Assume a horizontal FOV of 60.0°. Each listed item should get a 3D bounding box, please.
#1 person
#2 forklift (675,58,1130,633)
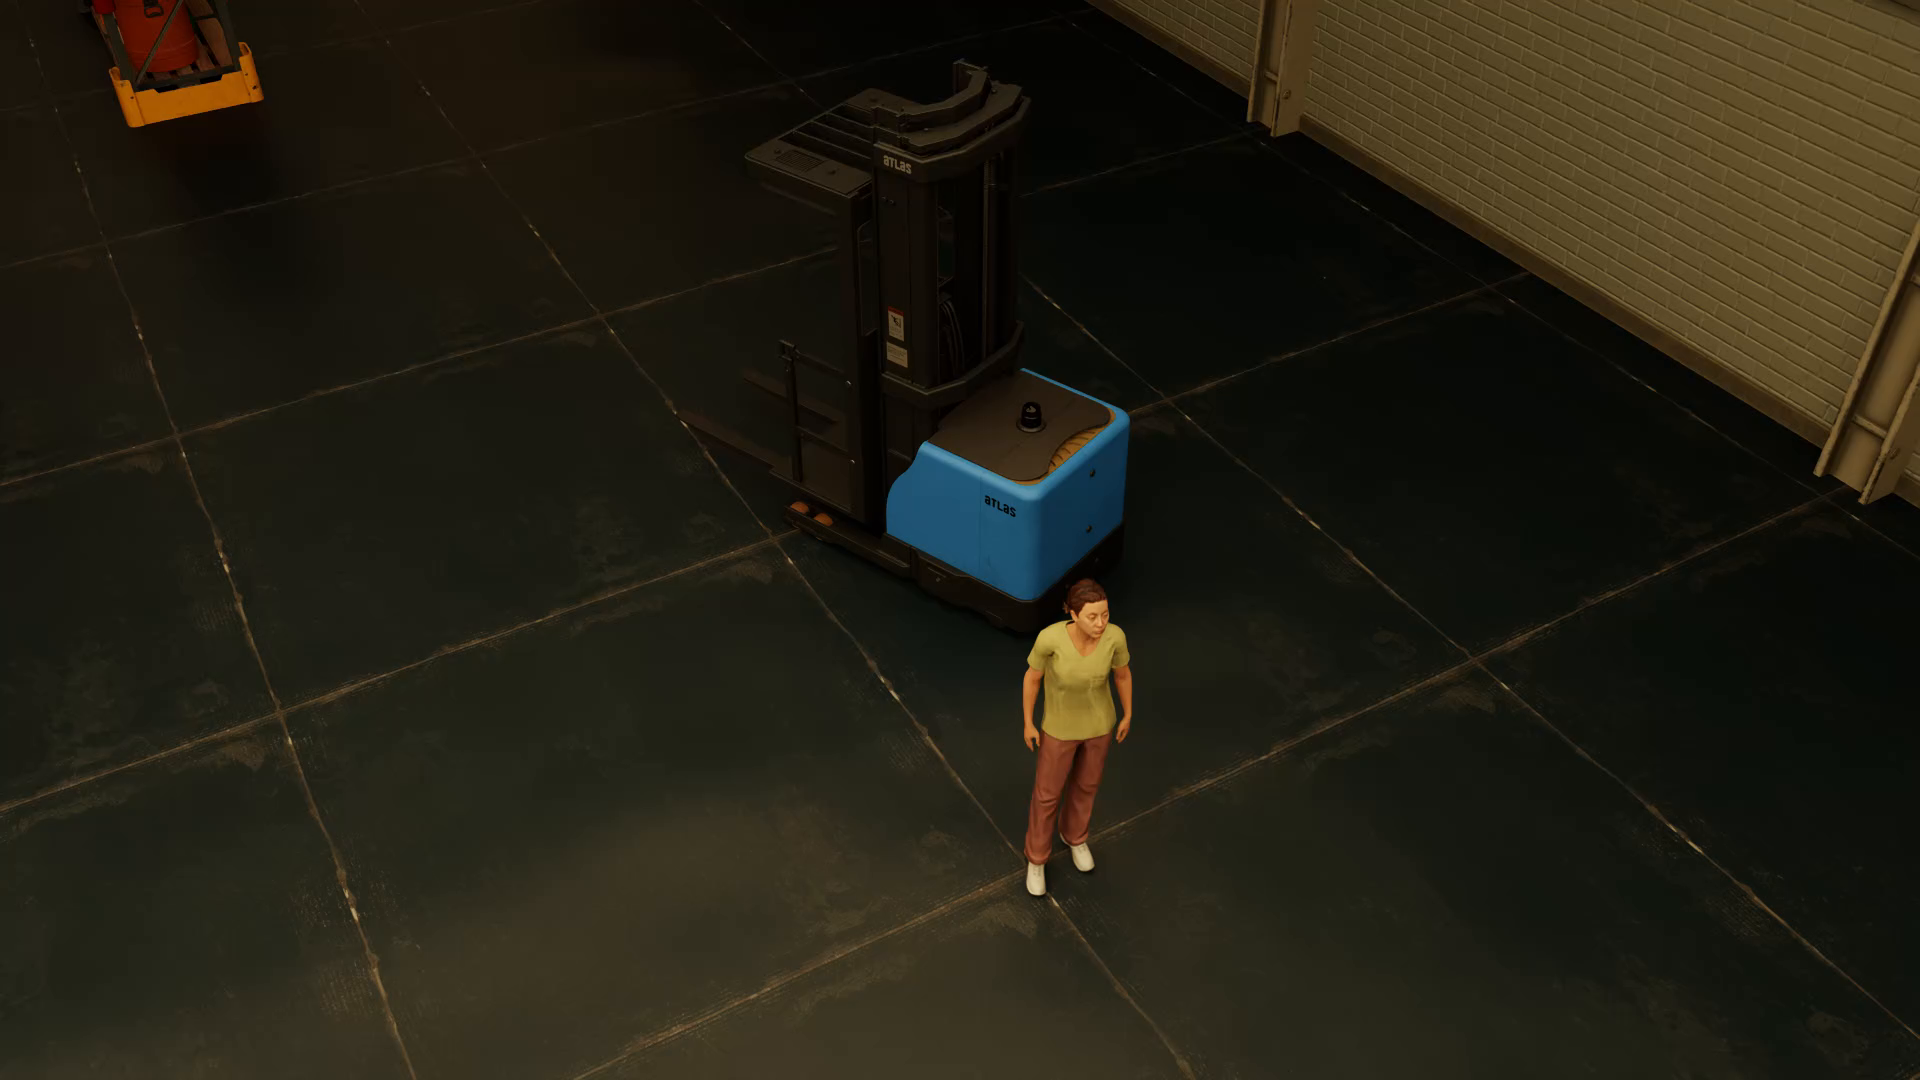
[{"bbox_3d":[0.567,0.928,7.890,0.553,1.674,0.549,-7,40,-8],"label":"person"},{"bbox_3d":[-0.481,-1.366,9.683,3.031,2.935,1.130,26,46,28],"label":"forklift"}]
